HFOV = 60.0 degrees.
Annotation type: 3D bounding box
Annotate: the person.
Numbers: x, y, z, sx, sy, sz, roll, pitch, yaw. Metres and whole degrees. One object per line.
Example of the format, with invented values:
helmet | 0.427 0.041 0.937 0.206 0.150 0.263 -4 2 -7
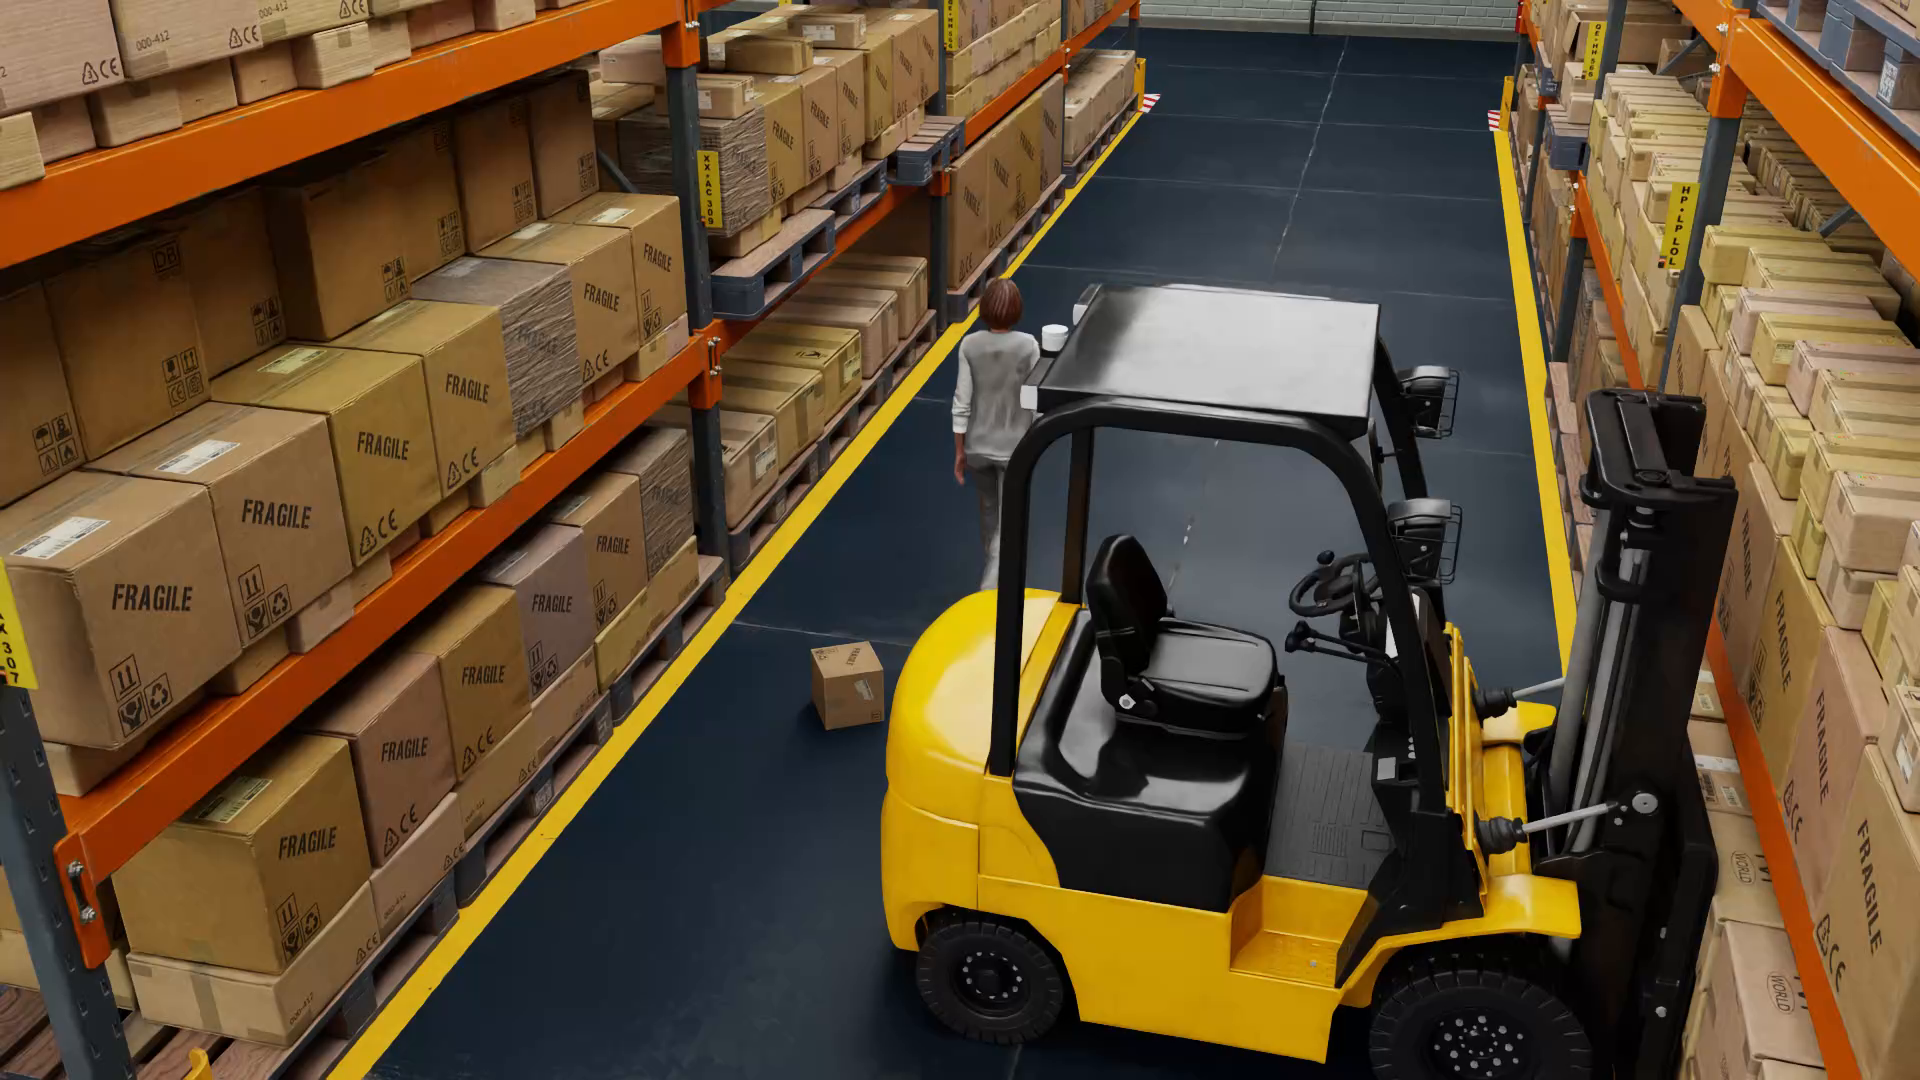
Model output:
person | 0.172 -0.407 7.486 0.409 1.531 0.956 6 26 12
